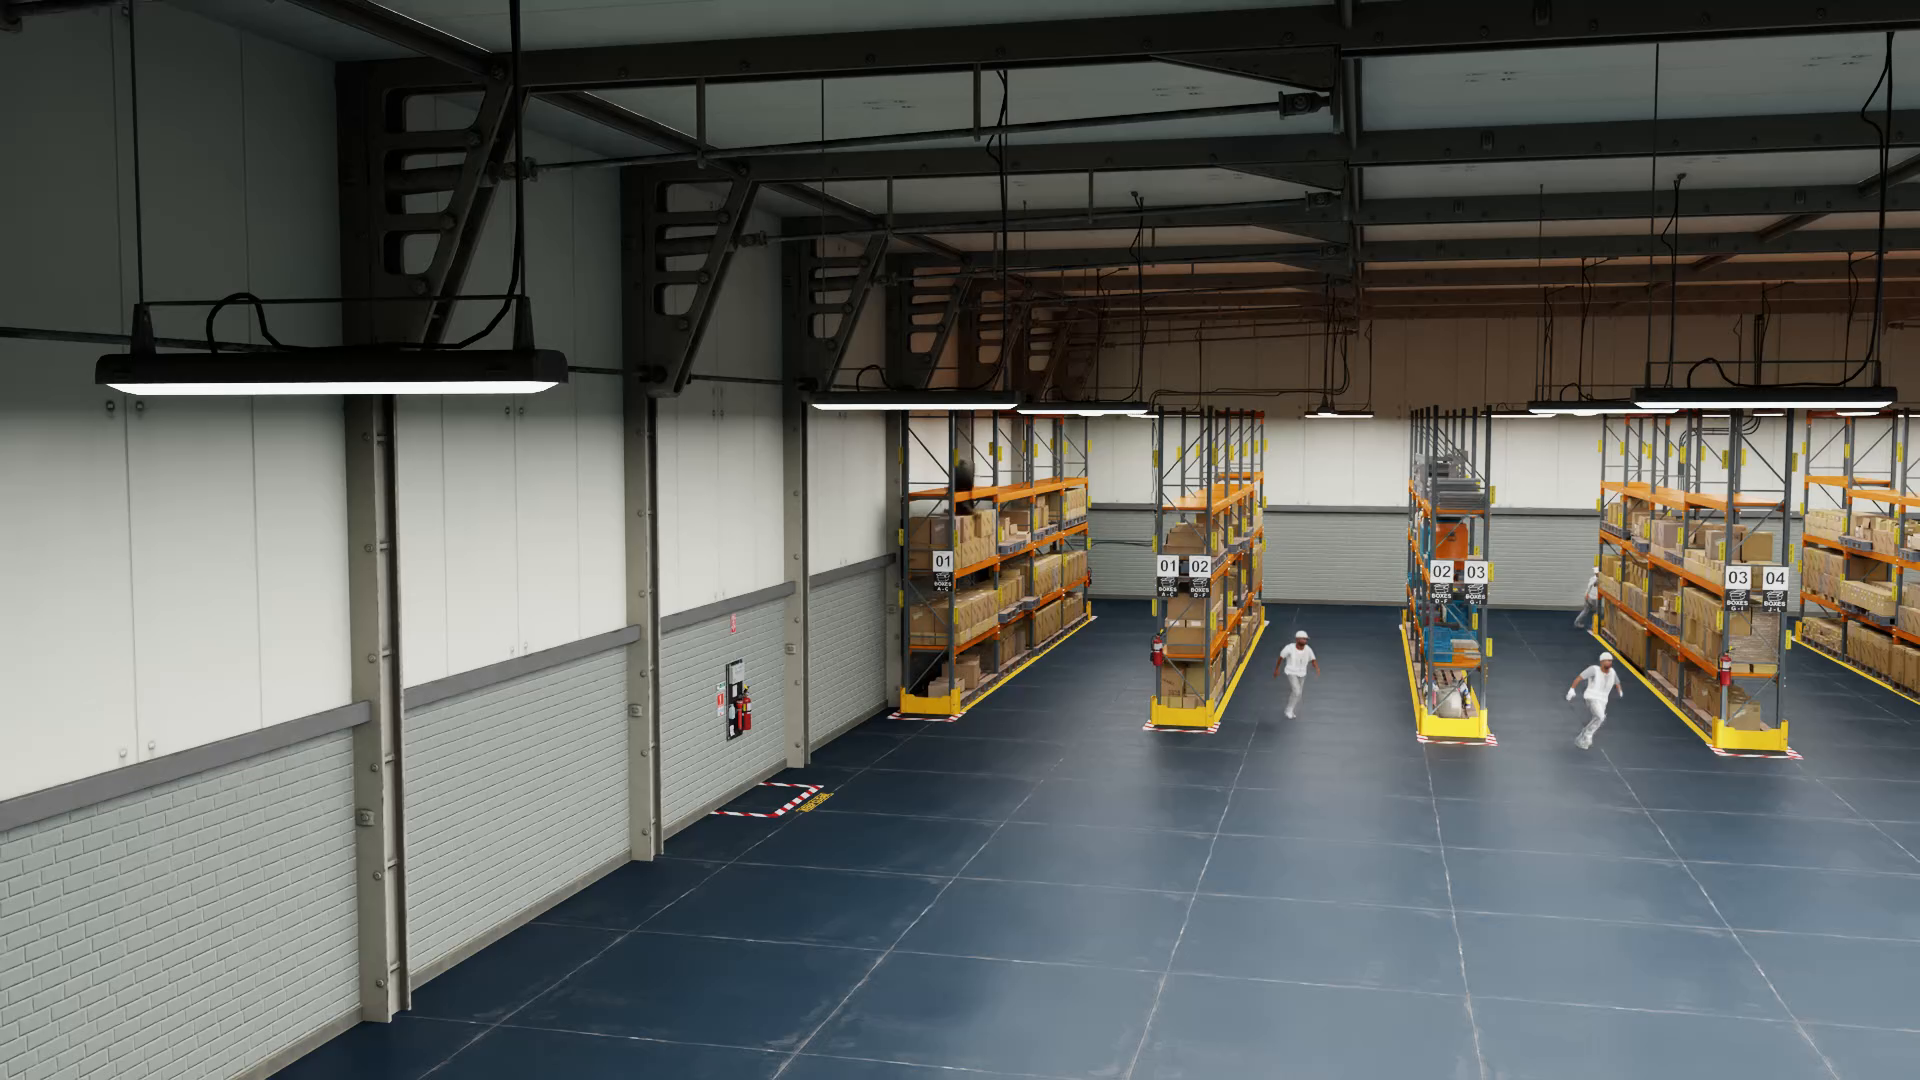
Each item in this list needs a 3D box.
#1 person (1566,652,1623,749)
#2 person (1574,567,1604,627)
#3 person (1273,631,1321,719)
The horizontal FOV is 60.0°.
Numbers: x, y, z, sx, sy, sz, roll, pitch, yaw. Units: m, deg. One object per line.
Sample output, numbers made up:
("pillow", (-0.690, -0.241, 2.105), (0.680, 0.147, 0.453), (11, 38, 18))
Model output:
("person", (11.179, 2.807, 29.060), (0.861, 1.689, 0.726), (-2, 5, -29))
("person", (17.328, 1.615, 45.582), (0.873, 1.782, 0.639), (0, 4, 4))
("person", (6.470, 2.572, 31.720), (0.661, 1.704, 0.820), (-2, 4, -24))
